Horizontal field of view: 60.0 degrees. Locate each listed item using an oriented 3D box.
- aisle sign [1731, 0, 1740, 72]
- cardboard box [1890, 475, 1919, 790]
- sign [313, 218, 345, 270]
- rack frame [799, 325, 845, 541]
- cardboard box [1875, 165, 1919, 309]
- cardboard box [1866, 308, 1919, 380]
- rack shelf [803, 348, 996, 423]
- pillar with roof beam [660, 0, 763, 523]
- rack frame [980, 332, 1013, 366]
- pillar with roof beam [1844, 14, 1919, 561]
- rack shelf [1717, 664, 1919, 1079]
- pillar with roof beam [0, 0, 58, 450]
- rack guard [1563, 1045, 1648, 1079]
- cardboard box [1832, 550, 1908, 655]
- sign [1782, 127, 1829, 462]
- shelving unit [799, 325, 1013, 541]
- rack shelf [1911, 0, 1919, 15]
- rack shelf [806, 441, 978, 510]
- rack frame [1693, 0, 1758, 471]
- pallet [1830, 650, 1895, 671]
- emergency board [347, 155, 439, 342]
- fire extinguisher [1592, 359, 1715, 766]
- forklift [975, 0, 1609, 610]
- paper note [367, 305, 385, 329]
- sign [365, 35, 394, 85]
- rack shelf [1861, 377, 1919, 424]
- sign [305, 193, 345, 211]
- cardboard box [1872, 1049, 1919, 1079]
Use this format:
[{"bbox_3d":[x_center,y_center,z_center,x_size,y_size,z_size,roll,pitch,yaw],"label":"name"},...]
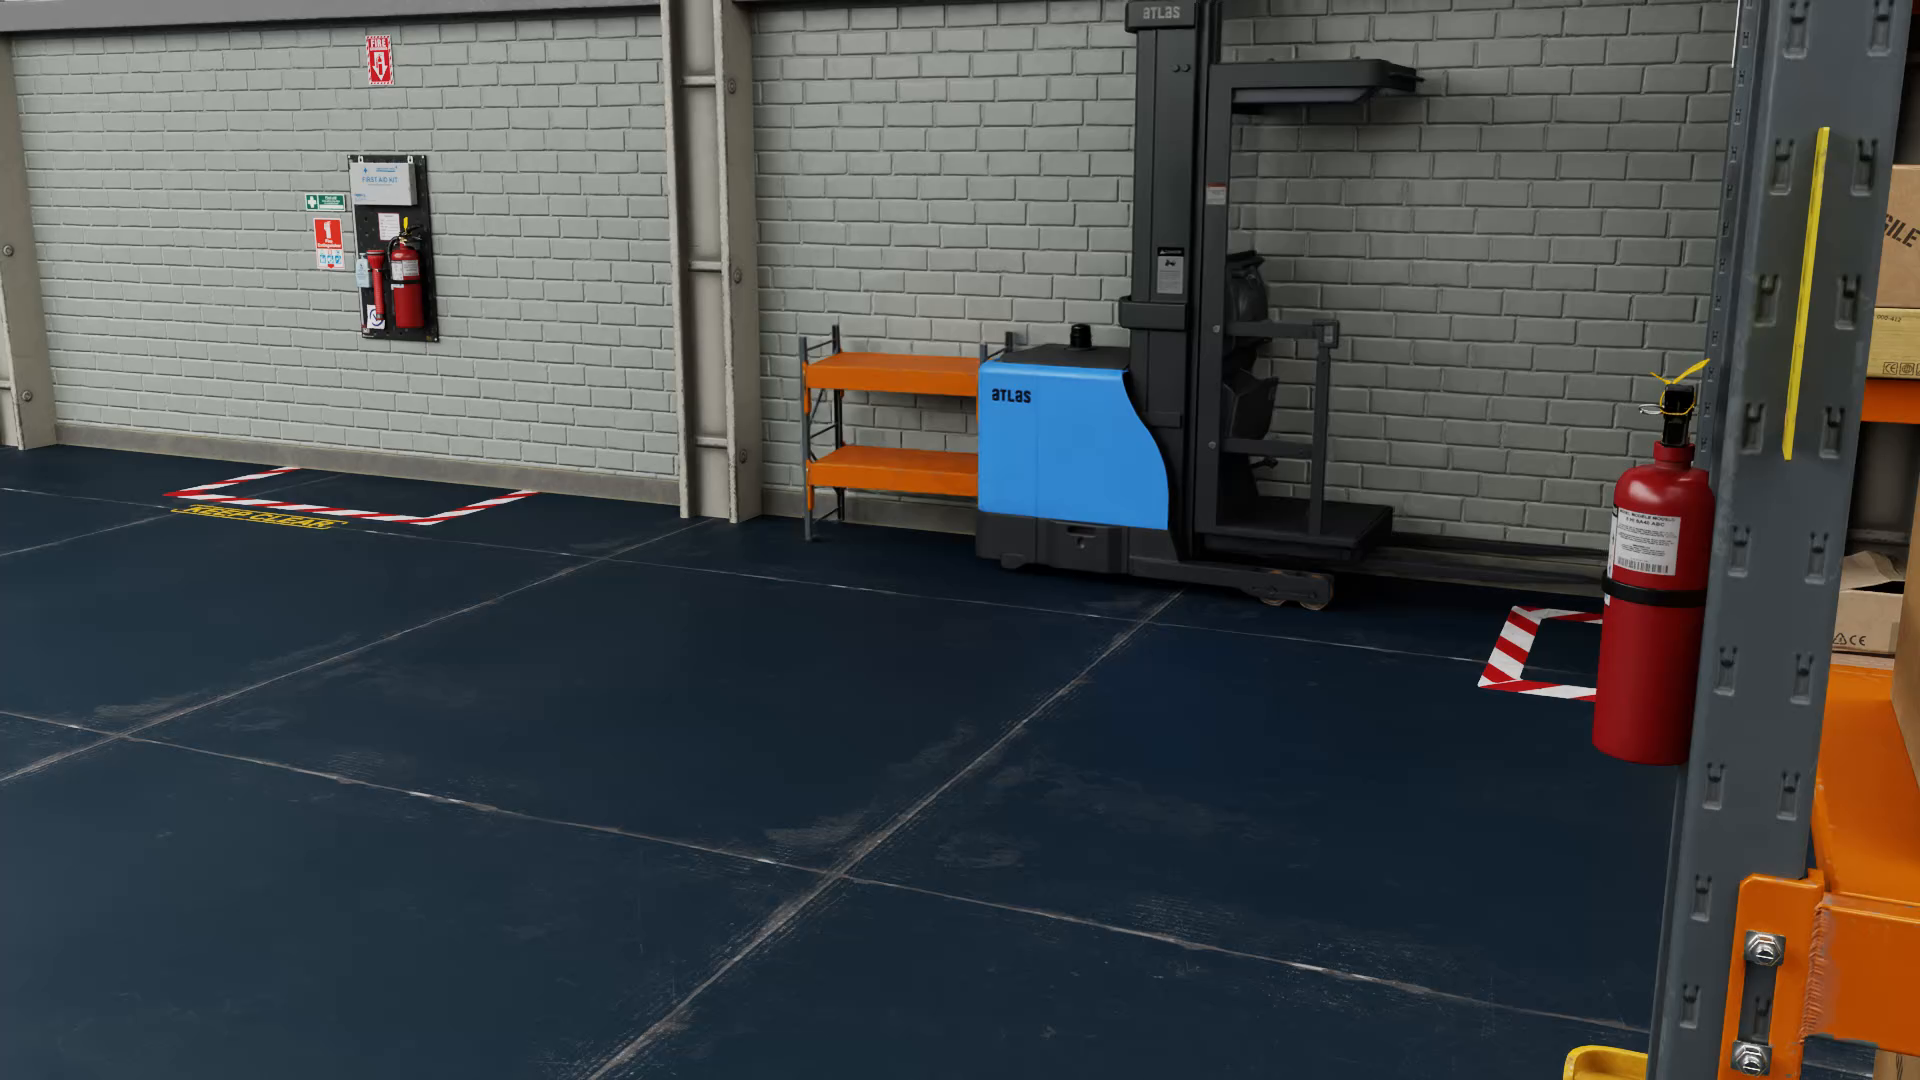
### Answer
[{"bbox_3d":[2.896,-2.147,6.148,0.004,0.787,0.394,6,14,23],"label":"aisle sign"},{"bbox_3d":[1.502,0.095,2.066,0.500,0.500,0.700,6,14,23],"label":"cardboard box"},{"bbox_3d":[-4.120,-1.935,10.858,0.234,0.329,0.001,6,14,23],"label":"sign"},{"bbox_3d":[-0.764,-0.603,9.257,0.032,1.125,0.500,5,16,18],"label":"rack frame"},{"bbox_3d":[3.398,-1.132,6.157,0.500,0.500,0.500,6,14,23],"label":"cardboard box"},{"bbox_3d":[3.401,-0.763,6.224,0.500,0.250,0.500,5,14,22],"label":"cardboard box"},{"bbox_3d":[-0.285,-0.846,9.021,1.000,0.278,0.538,5,16,18],"label":"rack shelf"},{"bbox_3d":[-3.156,-3.630,5.026,0.400,9.000,9.100,6,14,23],"label":"pillar with roof beam"},{"bbox_3d":[0.199,-0.524,8.941,0.032,1.125,0.500,5,16,18],"label":"rack frame"},{"bbox_3d":[2.330,-3.075,2.660,0.400,9.000,9.100,6,14,23],"label":"pillar with roof beam"},{"bbox_3d":[2.909,0.633,1.566,4.000,0.370,1.077,6,14,23],"label":"rack shelf"},{"bbox_3d":[-8.642,-4.185,7.392,0.400,9.000,9.100,6,14,23],"label":"pillar with roof beam"},{"bbox_3d":[1.058,1.312,2.568,0.348,0.500,1.175,6,14,23],"label":"rack guard"},{"bbox_3d":[3.679,0.240,6.588,0.500,0.311,0.500,4,14,17],"label":"cardboard box"},{"bbox_3d":[0.850,-0.247,1.673,0.005,0.325,0.100,6,14,23],"label":"sign"},{"bbox_3d":[-0.283,-0.563,9.099,1.048,1.125,0.538,5,16,18],"label":"shelving unit"},{"bbox_3d":[4.912,-1.862,5.635,4.000,0.370,1.077,6,14,23],"label":"rack shelf"},{"bbox_3d":[-0.281,-0.328,9.164,1.000,0.278,0.538,5,16,18],"label":"rack shelf"},{"bbox_3d":[3.083,-0.937,6.684,0.127,3.000,1.000,6,14,23],"label":"rack frame"},{"bbox_3d":[3.881,0.510,6.621,1.213,0.211,1.003,6,14,23],"label":"pallet"},{"bbox_3d":[-3.656,-1.845,10.552,0.643,1.169,0.194,6,14,23],"label":"emergency board"},{"bbox_3d":[1.160,0.027,2.742,0.183,0.674,0.296,6,14,23],"label":"fire extinguisher"},{"bbox_3d":[1.637,-1.234,8.097,3.031,2.935,1.130,6,15,24],"label":"forklift"},{"bbox_3d":[-3.790,-1.447,10.784,0.142,0.148,0.016,6,14,23],"label":"paper note"},{"bbox_3d":[-3.623,-2.995,10.379,0.199,0.298,0.001,6,14,23],"label":"sign"},{"bbox_3d":[4.912,-0.402,5.977,4.000,0.370,1.077,6,14,23],"label":"rack shelf"},{"bbox_3d":[-4.119,-2.191,10.788,0.331,0.109,0.001,6,14,23],"label":"sign"},{"bbox_3d":[1.691,0.854,2.507,0.500,0.500,0.500,6,14,23],"label":"cardboard box"}]
